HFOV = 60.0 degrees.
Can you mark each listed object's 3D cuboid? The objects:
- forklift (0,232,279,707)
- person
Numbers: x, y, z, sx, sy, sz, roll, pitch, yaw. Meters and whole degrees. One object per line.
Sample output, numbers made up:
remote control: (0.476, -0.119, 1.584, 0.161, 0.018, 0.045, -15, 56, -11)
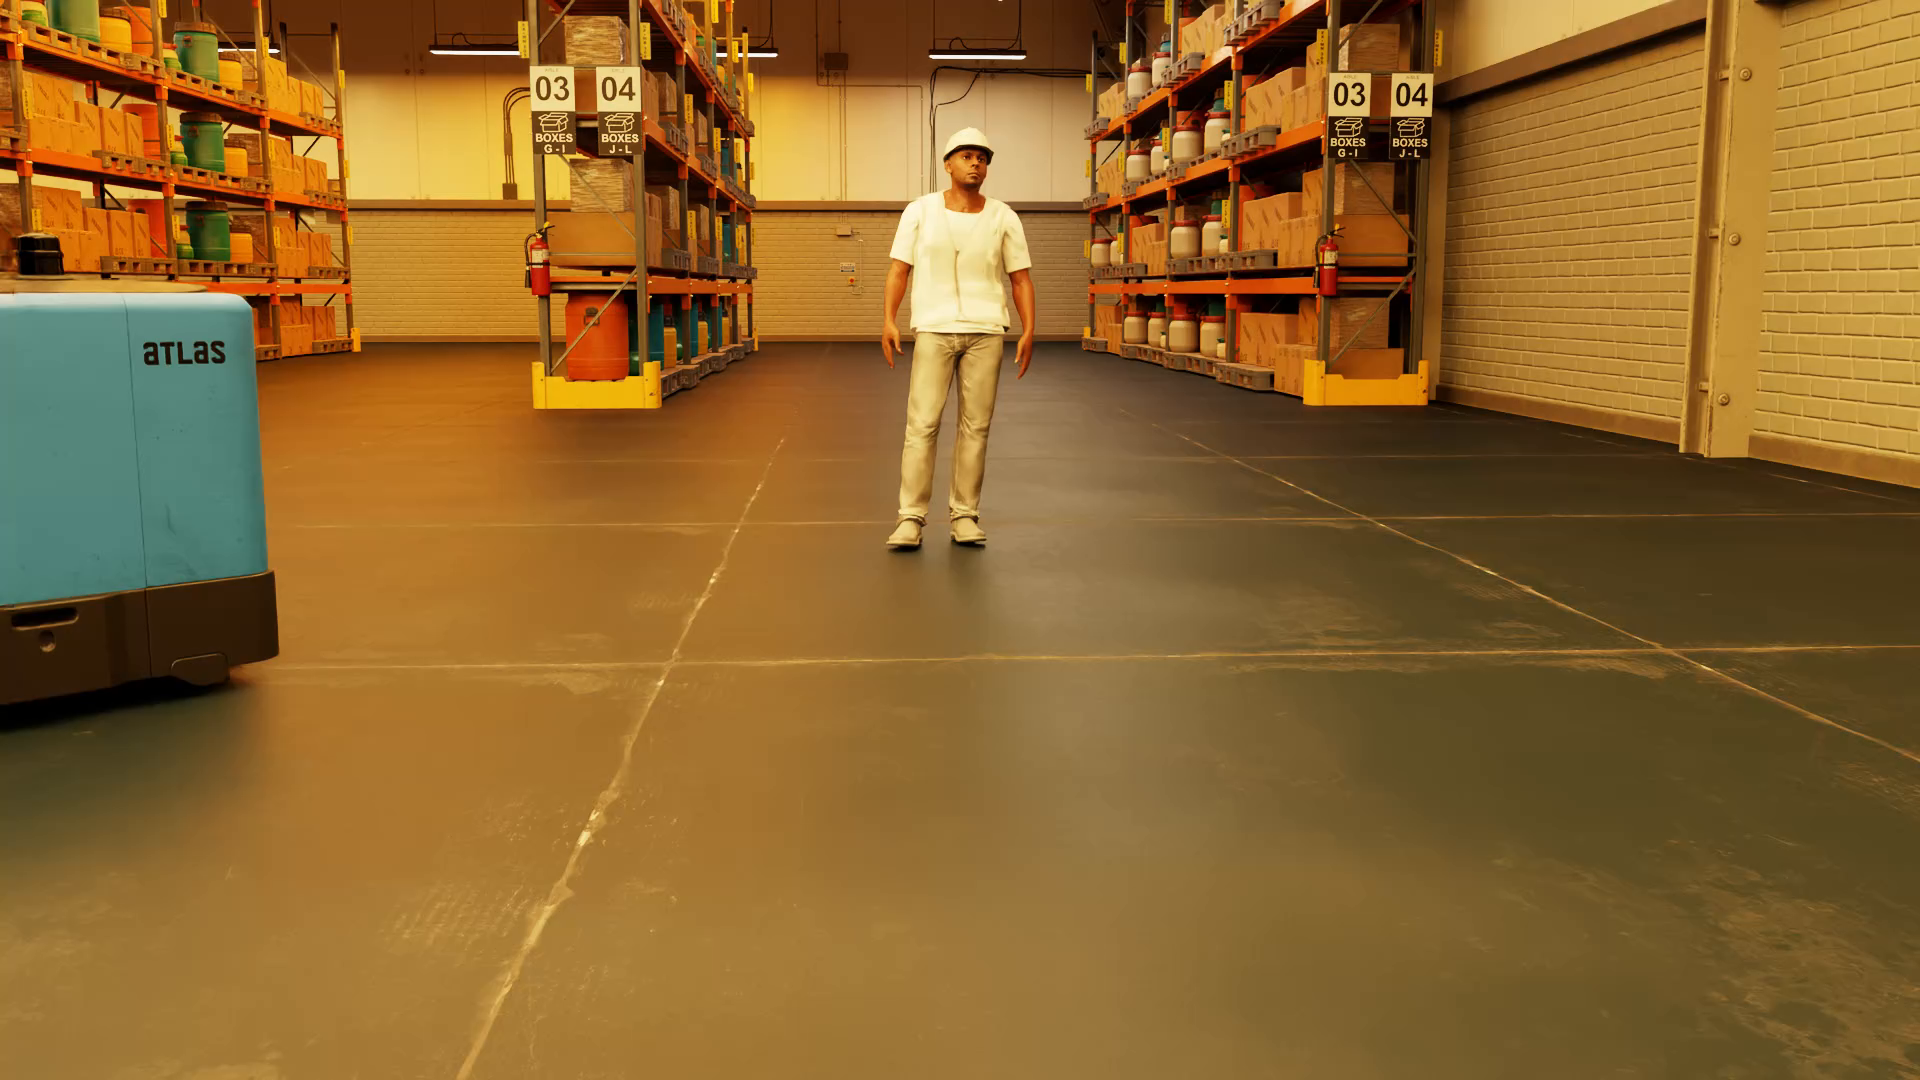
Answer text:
forklift: (-3.283, -0.946, 3.701, 1.130, 2.935, 3.031, 8, 12, 43)
person: (-0.001, -0.870, 7.110, 0.666, 1.768, 0.575, -1, 8, -4)
